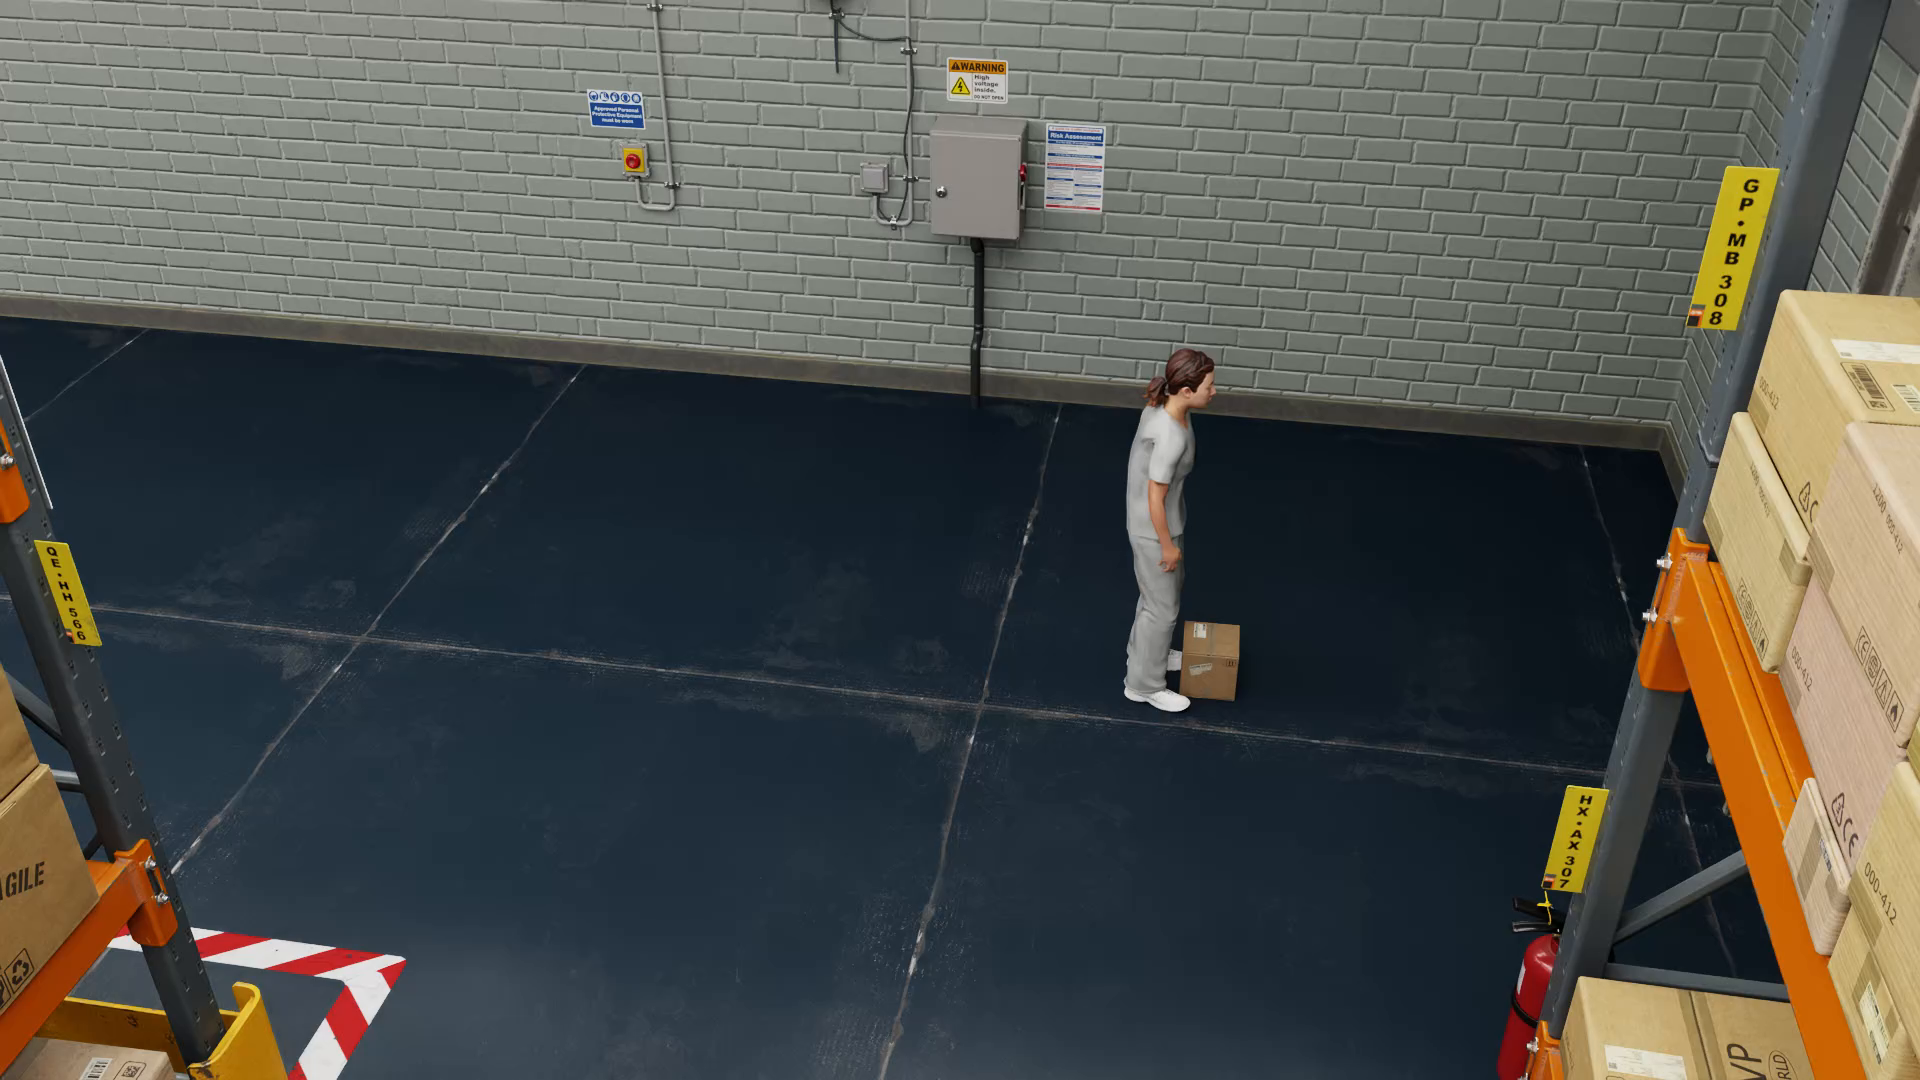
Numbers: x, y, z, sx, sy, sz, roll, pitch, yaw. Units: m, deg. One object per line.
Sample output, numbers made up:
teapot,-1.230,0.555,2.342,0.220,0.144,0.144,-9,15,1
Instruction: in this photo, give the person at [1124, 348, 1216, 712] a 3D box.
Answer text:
person,0.895,-0.056,7.245,0.357,1.652,0.486,6,33,9
